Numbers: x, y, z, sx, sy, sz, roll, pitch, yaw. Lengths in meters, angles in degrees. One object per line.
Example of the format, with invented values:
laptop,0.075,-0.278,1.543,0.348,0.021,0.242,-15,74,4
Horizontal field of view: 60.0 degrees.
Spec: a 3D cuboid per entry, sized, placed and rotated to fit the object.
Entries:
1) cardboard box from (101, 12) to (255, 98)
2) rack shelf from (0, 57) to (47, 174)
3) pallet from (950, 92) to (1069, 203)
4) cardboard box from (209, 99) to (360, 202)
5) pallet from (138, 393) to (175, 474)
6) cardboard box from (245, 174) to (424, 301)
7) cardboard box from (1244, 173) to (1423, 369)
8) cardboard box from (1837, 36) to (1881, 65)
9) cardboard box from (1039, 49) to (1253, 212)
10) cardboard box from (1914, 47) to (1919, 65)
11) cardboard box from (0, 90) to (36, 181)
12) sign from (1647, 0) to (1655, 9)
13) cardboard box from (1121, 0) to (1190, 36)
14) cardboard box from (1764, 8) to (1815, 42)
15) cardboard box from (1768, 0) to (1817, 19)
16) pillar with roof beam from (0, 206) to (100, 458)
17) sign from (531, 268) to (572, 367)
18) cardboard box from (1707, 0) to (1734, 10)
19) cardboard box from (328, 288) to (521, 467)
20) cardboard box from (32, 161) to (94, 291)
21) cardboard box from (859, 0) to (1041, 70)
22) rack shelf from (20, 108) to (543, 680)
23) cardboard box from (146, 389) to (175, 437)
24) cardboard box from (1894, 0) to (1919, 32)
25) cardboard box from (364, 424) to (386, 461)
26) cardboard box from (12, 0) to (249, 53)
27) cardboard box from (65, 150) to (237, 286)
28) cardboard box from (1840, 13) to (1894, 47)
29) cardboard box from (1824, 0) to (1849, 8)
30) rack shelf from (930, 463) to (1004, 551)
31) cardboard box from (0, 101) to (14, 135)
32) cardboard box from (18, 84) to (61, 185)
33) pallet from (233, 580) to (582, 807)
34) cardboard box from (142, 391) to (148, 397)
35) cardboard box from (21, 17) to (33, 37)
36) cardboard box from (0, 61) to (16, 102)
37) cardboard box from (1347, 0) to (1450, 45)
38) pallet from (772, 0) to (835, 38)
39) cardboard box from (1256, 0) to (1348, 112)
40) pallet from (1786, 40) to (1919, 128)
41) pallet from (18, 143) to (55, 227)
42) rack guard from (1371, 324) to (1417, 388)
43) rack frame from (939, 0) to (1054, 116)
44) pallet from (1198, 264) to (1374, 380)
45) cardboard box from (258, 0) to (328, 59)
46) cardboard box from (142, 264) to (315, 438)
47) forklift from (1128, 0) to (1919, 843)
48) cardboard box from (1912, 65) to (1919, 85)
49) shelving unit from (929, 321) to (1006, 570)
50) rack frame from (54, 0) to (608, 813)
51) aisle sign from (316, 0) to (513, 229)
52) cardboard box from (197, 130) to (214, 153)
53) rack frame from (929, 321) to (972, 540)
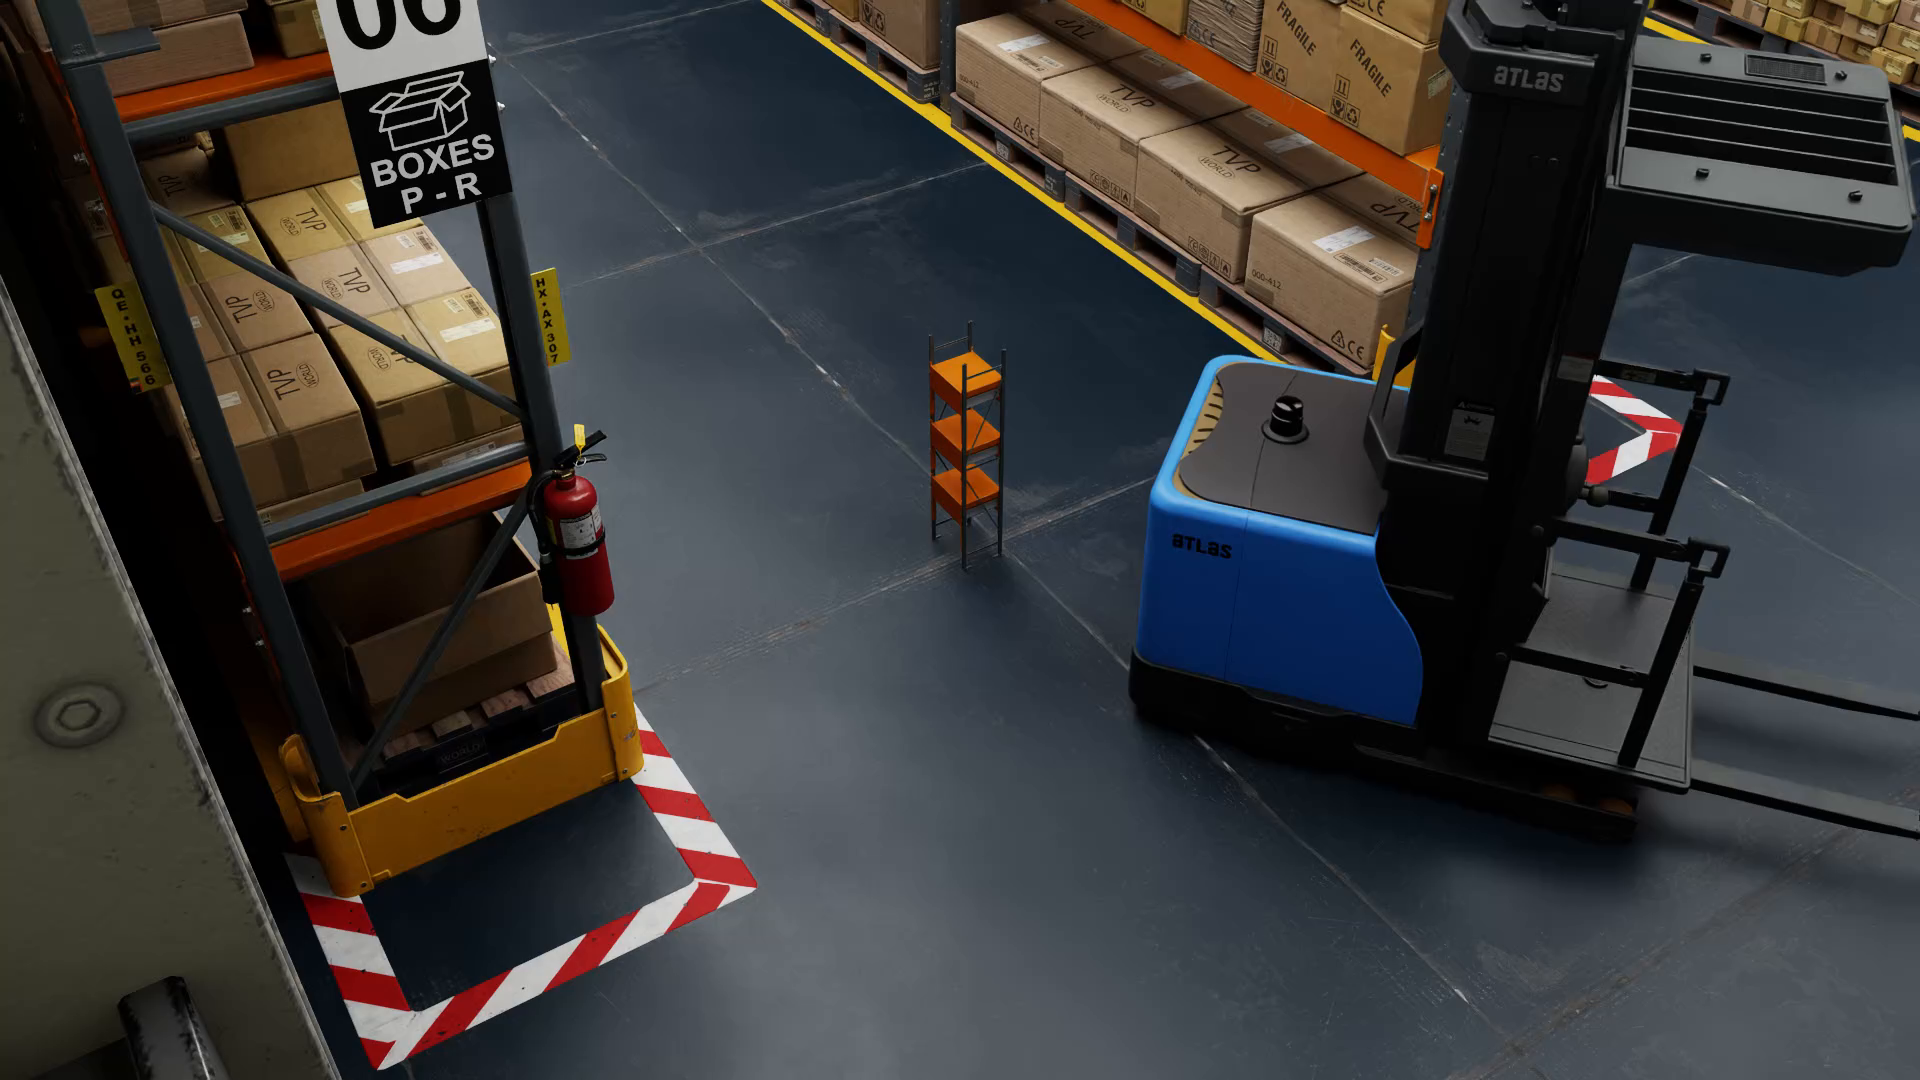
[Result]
cardboard box,-2.072,-1.298,4.317,0.380,0.149,0.250,-21,44,-23
rack shelf,-4.931,-3.111,9.202,1.077,0.370,4.000,-22,45,-24
pallet,0.670,-2.510,10.097,1.003,0.211,1.213,-22,45,-24
cardboard box,-2.529,-1.641,6.175,0.500,0.500,0.500,-21,44,-23
pallet,-3.487,-0.865,8.124,1.003,0.211,1.213,-22,45,-24
cardboard box,-2.268,-1.088,6.097,0.500,0.250,0.500,-23,45,-25
cardboard box,2.039,-1.358,8.210,0.875,0.438,0.875,-24,45,-26
cardboard box,5.845,-3.172,10.613,0.380,0.149,0.250,-22,45,-25
cardboard box,1.056,-2.337,9.384,0.875,0.438,0.875,-24,45,-26
cardboard box,6.073,-2.985,10.155,0.380,0.149,0.250,-23,45,-25
cardboard box,-4.912,-2.229,9.207,0.500,0.500,0.500,-24,46,-26
sign,2.949,-2.410,7.061,0.100,0.325,0.005,-22,45,-24
cardboard box,1.165,-2.892,8.299,0.500,0.500,0.500,-21,44,-23
cardboard box,5.512,-3.417,10.907,0.380,0.149,0.250,-24,46,-26
cardboard box,5.503,-3.540,10.821,0.380,0.149,0.250,-22,44,-24
pillar with roof beam,-0.611,-5.408,6.711,9.100,9.000,0.400,-22,45,-24
sign,-1.247,-0.668,5.033,0.100,0.325,0.005,-22,45,-24
cardboard box,5.309,-3.734,11.287,0.380,0.149,0.250,-21,44,-23
cardboard box,-1.722,-0.543,5.443,0.500,0.250,0.500,-22,45,-24
cardboard box,-4.369,-1.672,8.538,0.500,0.500,0.500,-22,45,-25
cardboard box,-0.073,-3.671,10.643,0.875,0.875,0.875,-21,44,-23
rack shelf,-2.780,-0.952,6.611,1.077,0.370,4.000,-22,45,-24
cardboard box,-2.594,-0.533,5.742,0.380,0.149,0.250,-22,45,-24
cardboard box,6.012,-3.266,10.261,0.380,0.149,0.250,-21,44,-24
cardboard box,-1.826,-0.446,5.638,0.380,0.149,0.250,-21,44,-23
cardboard box,-2.173,-1.504,4.254,0.500,0.250,0.500,-23,45,-25
cardboard box,-2.995,-1.192,6.222,0.500,0.250,0.500,-22,45,-24
cardboard box,5.792,-3.265,10.491,0.380,0.149,0.250,-24,45,-26
cardboard box,5.680,-3.524,10.570,0.380,0.149,0.250,-24,45,-26
rack shelf,0.029,-0.153,7.064,0.215,0.259,0.240,-22,45,-24
cardboard box,-5.485,-2.787,9.876,0.500,0.500,0.500,-20,44,-22
cardboard box,-3.541,-1.736,6.875,0.500,0.250,0.500,-23,45,-25
pallet,-2.175,0.452,6.543,1.003,0.211,1.213,-22,45,-24
cardboard box,-3.700,-0.998,7.877,0.500,0.311,0.500,-21,44,-23
cardboard box,-2.423,-1.548,4.618,0.380,0.149,0.250,-21,44,-23
cardboard box,-5.029,-2.541,9.075,0.380,0.149,0.250,-22,44,-24
cardboard box,2.018,-2.460,7.000,0.500,0.500,0.500,-21,44,-23
pallet,-0.811,-3.997,11.882,1.003,0.211,1.213,-22,45,-24
cardboard box,1.739,-2.343,7.641,0.500,0.500,0.500,-23,45,-25
pallet,6.150,-3.038,10.731,1.003,0.211,1.213,-22,45,-24
pallet,-4.985,-2.322,9.871,1.003,0.211,1.213,-22,45,-24
rack guard,2.491,-0.886,7.923,1.175,0.500,0.348,-22,45,-24
rack frame,0.327,-4.018,9.729,1.000,3.000,0.127,-22,45,-24
pallet,1.982,-1.193,8.517,1.003,0.211,1.213,-22,45,-24
cardboard box,-1.680,-1.457,4.508,0.380,0.149,0.250,-21,44,-24
cardboard box,-2.452,-0.641,5.561,0.500,0.250,0.500,-22,45,-24
forklift,2.224,-0.430,5.477,3.031,2.935,1.130,13,42,15
cardboard box,6.139,-2.896,10.281,0.380,0.149,0.250,-21,44,-24
shelving unit,0.029,-0.374,6.879,0.215,1.050,0.252,-22,45,-24
rack frame,-1.705,-0.149,5.085,1.000,3.000,0.127,-22,45,-24
aisle sign,-1.421,-1.212,4.330,0.394,0.787,0.004,-22,45,-24
cardboard box,-2.837,-1.635,6.753,0.500,0.250,0.500,-23,45,-25
rack frame,-0.037,-0.440,6.958,0.200,1.050,0.008,-22,45,-24
